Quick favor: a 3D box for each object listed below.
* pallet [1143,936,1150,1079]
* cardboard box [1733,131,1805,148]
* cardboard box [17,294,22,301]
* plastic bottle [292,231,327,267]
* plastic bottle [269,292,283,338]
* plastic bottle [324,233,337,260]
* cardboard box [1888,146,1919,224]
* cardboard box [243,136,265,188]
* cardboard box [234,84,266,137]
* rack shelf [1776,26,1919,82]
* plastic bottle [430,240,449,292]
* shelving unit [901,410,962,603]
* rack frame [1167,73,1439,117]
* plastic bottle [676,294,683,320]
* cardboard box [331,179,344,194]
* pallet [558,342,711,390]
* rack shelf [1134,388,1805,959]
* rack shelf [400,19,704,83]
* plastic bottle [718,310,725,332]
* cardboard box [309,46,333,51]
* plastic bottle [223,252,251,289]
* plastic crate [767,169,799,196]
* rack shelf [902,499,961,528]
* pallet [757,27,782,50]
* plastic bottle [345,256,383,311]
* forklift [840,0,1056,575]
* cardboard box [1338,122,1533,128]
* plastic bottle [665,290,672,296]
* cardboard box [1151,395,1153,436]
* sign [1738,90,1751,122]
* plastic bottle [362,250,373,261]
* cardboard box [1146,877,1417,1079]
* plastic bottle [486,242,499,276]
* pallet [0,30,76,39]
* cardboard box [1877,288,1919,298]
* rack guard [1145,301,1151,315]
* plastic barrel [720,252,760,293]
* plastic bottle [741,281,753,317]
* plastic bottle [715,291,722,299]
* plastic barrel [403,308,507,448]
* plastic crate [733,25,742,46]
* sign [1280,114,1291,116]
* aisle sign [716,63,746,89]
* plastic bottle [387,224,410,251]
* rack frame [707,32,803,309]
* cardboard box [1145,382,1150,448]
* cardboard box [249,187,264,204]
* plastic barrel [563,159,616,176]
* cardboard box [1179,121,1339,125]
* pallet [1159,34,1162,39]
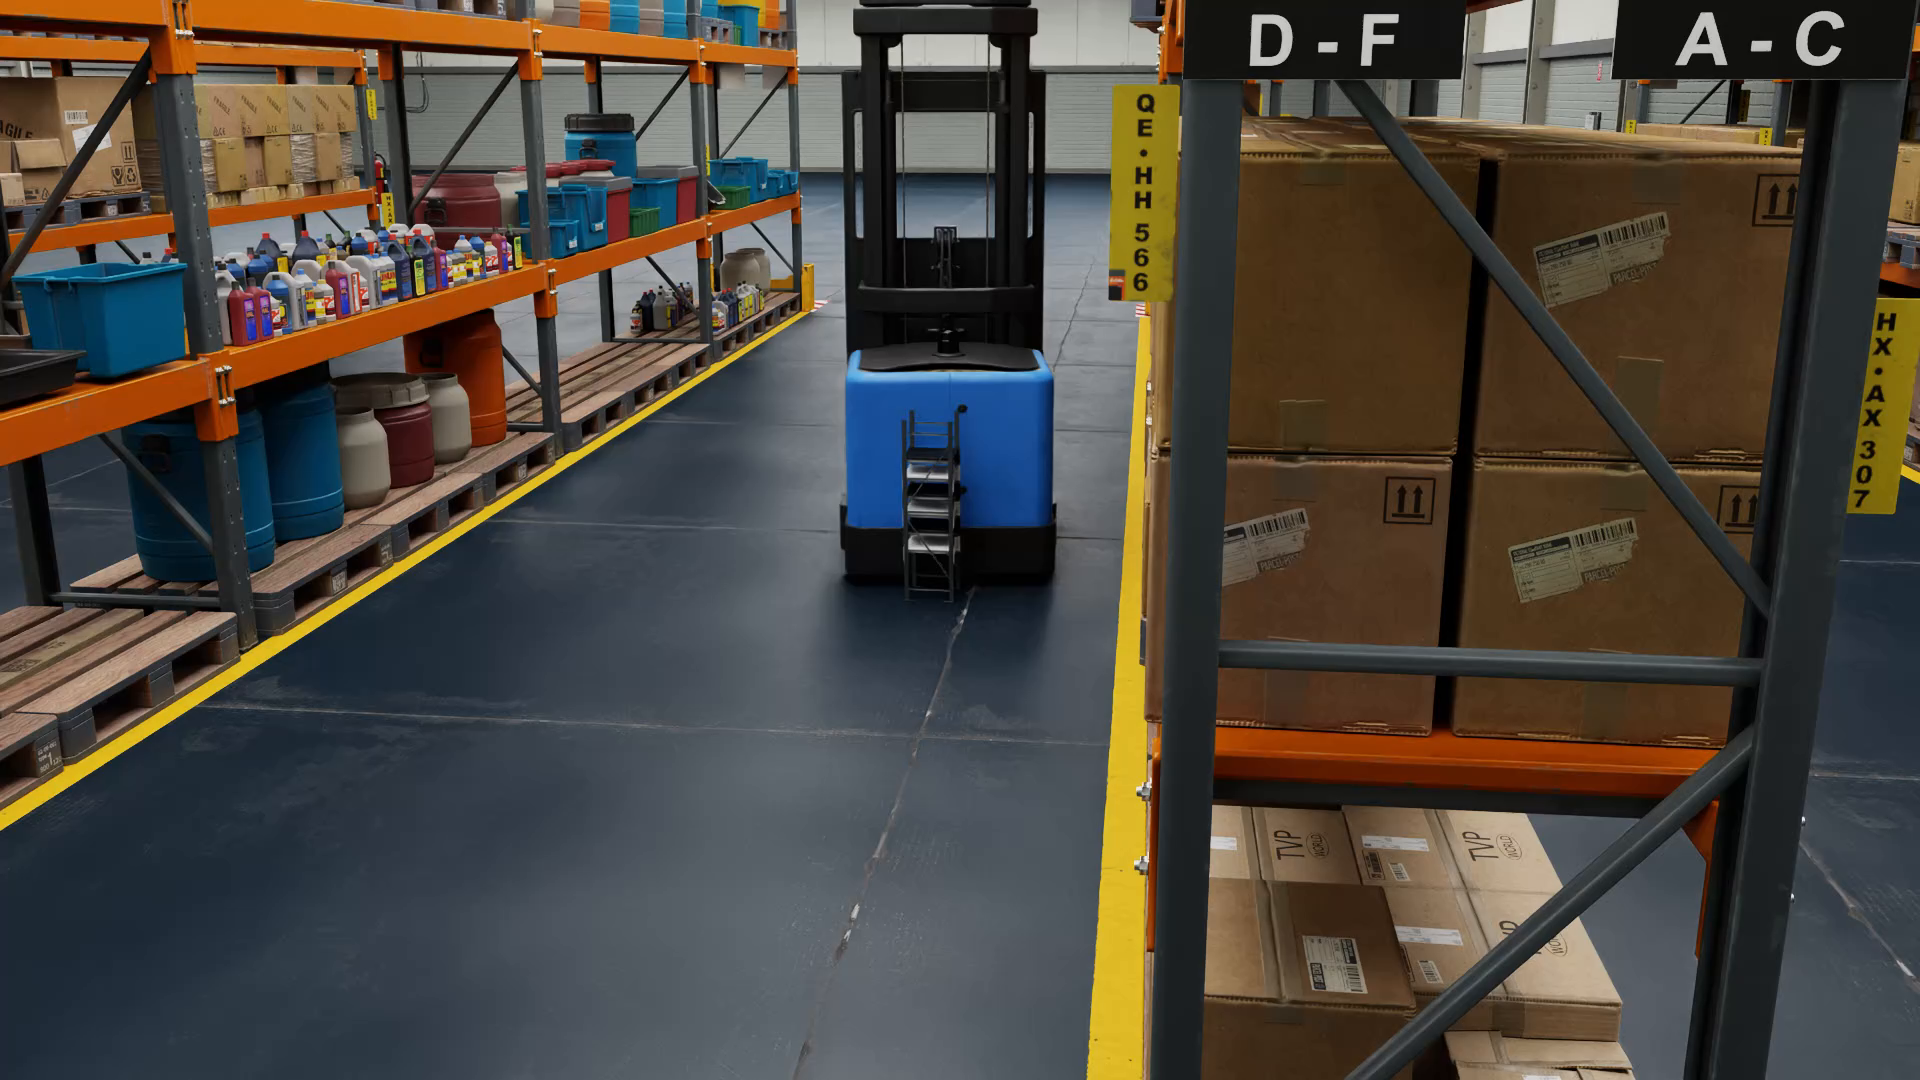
[{"bbox_3d":[0.928,1.324,3.863,1.003,0.211,1.213,2,15,6],"label":"pallet"},{"bbox_3d":[6.853,-3.194,14.042,0.500,0.500,0.500,2,15,6],"label":"cardboard box"},{"bbox_3d":[-7.884,-1.780,13.944,0.700,0.500,0.500,0,15,1],"label":"cardboard box"},{"bbox_3d":[-3.570,-1.521,9.134,0.144,0.351,0.185,2,15,6],"label":"plastic bottle"},{"bbox_3d":[-3.164,-1.032,7.613,0.097,0.201,0.097,0,15,0],"label":"plastic bottle"},{"bbox_3d":[-3.697,-1.646,9.725,0.061,0.283,0.133,2,15,6],"label":"plastic bottle"},{"bbox_3d":[6.817,-2.433,11.378,0.700,0.500,0.500,2,15,6],"label":"cardboard box"},{"bbox_3d":[-7.498,-3.769,16.593,0.875,0.500,0.500,2,15,6],"label":"cardboard box"},{"bbox_3d":[-7.243,-4.244,16.435,0.500,0.500,0.500,2,15,6],"label":"cardboard box"},{"bbox_3d":[6.881,-3.345,11.420,1.077,0.370,4.000,2,15,6],"label":"rack shelf"},{"bbox_3d":[-2.939,-1.548,9.362,0.061,0.283,0.133,2,15,6],"label":"plastic bottle"},{"bbox_3d":[-0.136,-0.159,8.007,0.258,0.900,0.210,2,18,8],"label":"shelving unit"},{"bbox_3d":[1.282,-0.834,6.498,1.000,3.000,0.127,2,15,6],"label":"rack frame"},{"bbox_3d":[-2.764,-2.305,16.299,0.061,0.283,0.133,2,15,6],"label":"plastic bottle"},{"bbox_3d":[-7.040,-3.906,18.343,0.380,0.149,0.250,2,15,6],"label":"cardboard box"},{"bbox_3d":[-2.787,-1.504,14.321,1.003,0.211,1.213,2,15,6],"label":"pallet"},{"bbox_3d":[1.056,0.032,4.674,1.077,0.370,4.000,2,15,6],"label":"rack shelf"},{"bbox_3d":[-2.962,-3.637,12.499,1.077,0.370,4.000,2,15,6],"label":"rack shelf"},{"bbox_3d":[-2.242,-2.039,15.475,0.097,0.201,0.097,0,15,0],"label":"plastic bottle"},{"bbox_3d":[-7.062,-5.352,17.750,0.500,0.250,0.500,2,15,7],"label":"cardboard box"},{"bbox_3d":[-3.777,-1.353,8.656,0.152,0.276,0.135,2,15,6],"label":"plastic bottle"},{"bbox_3d":[-2.045,-3.882,18.058,0.499,0.251,0.616,2,15,6],"label":"plastic crate"},{"bbox_3d":[-0.135,-0.127,8.017,0.258,0.077,0.200,2,18,8],"label":"rack shelf"},{"bbox_3d":[-2.476,-5.238,17.402,1.003,0.211,1.213,2,15,6],"label":"pallet"},{"bbox_3d":[-3.078,-1.330,8.571,0.152,0.276,0.135,2,15,6],"label":"plastic bottle"},{"bbox_3d":[-0.094,-1.570,9.353,1.130,2.935,3.031,0,15,-2],"label":"forklift"},{"bbox_3d":[1.370,-0.962,4.866,0.500,0.500,0.500,2,15,7],"label":"cardboard box"},{"bbox_3d":[-2.870,-2.304,16.311,0.152,0.276,0.135,2,15,7],"label":"plastic bottle"},{"bbox_3d":[0.840,-0.495,5.055,0.500,0.500,0.500,2,15,6],"label":"cardboard box"},{"bbox_3d":[8.108,-4.491,17.200,0.100,0.325,0.005,2,15,6],"label":"sign"},{"bbox_3d":[-3.159,-1.411,8.882,0.097,0.271,0.097,0,15,0],"label":"plastic bottle"},{"bbox_3d":[0.647,1.050,3.479,0.500,0.500,0.500,2,15,6],"label":"cardboard box"},{"bbox_3d":[-2.867,-1.715,10.139,0.097,0.201,0.097,0,15,0],"label":"plastic bottle"},{"bbox_3d":[-7.948,-4.132,13.311,1.213,0.211,1.003,2,15,6],"label":"pallet"},{"bbox_3d":[6.939,-1.690,12.176,0.500,0.250,0.500,1,15,5],"label":"cardboard box"},{"bbox_3d":[2.639,-2.745,18.357,1.175,0.500,0.348,2,15,6],"label":"rack guard"},{"bbox_3d":[-2.340,-2.792,17.701,0.421,0.512,0.421,0,15,0],"label":"plastic barrel"},{"bbox_3d":[-2.143,-2.394,16.499,0.144,0.351,0.185,2,15,9],"label":"plastic bottle"},{"bbox_3d":[-2.314,-2.307,16.323,0.152,0.276,0.135,2,15,6],"label":"plastic bottle"},{"bbox_3d":[-3.226,-1.046,10.635,0.600,0.830,0.708,2,15,6],"label":"plastic barrel"},{"bbox_3d":[-2.288,-4.802,15.835,0.336,0.188,0.450,2,15,6],"label":"plastic crate"},{"bbox_3d":[2.725,-3.416,13.981,0.100,0.325,0.005,2,15,6],"label":"sign"},{"bbox_3d":[-2.568,-5.375,18.313,0.394,0.787,0.004,2,15,6],"label":"aisle sign"},{"bbox_3d":[-3.558,-1.855,10.514,0.152,0.276,0.135,2,15,6],"label":"plastic bottle"},{"bbox_3d":[-2.285,-4.093,18.551,1.000,3.000,0.127,2,15,6],"label":"rack frame"},{"bbox_3d":[1.344,-0.631,9.695,0.500,0.500,0.500,1,15,4],"label":"cardboard box"},{"bbox_3d":[-7.218,-3.452,16.662,0.380,0.149,0.250,2,15,6],"label":"cardboard box"},{"bbox_3d":[-3.063,-2.879,13.803,0.433,0.535,0.433,0,15,0],"label":"plastic barrel"},{"bbox_3d":[0.833,-0.983,4.945,0.500,0.500,0.500,1,15,5],"label":"cardboard box"},{"bbox_3d":[2.255,-4.536,14.612,1.003,0.211,1.213,2,15,6],"label":"pallet"}]
